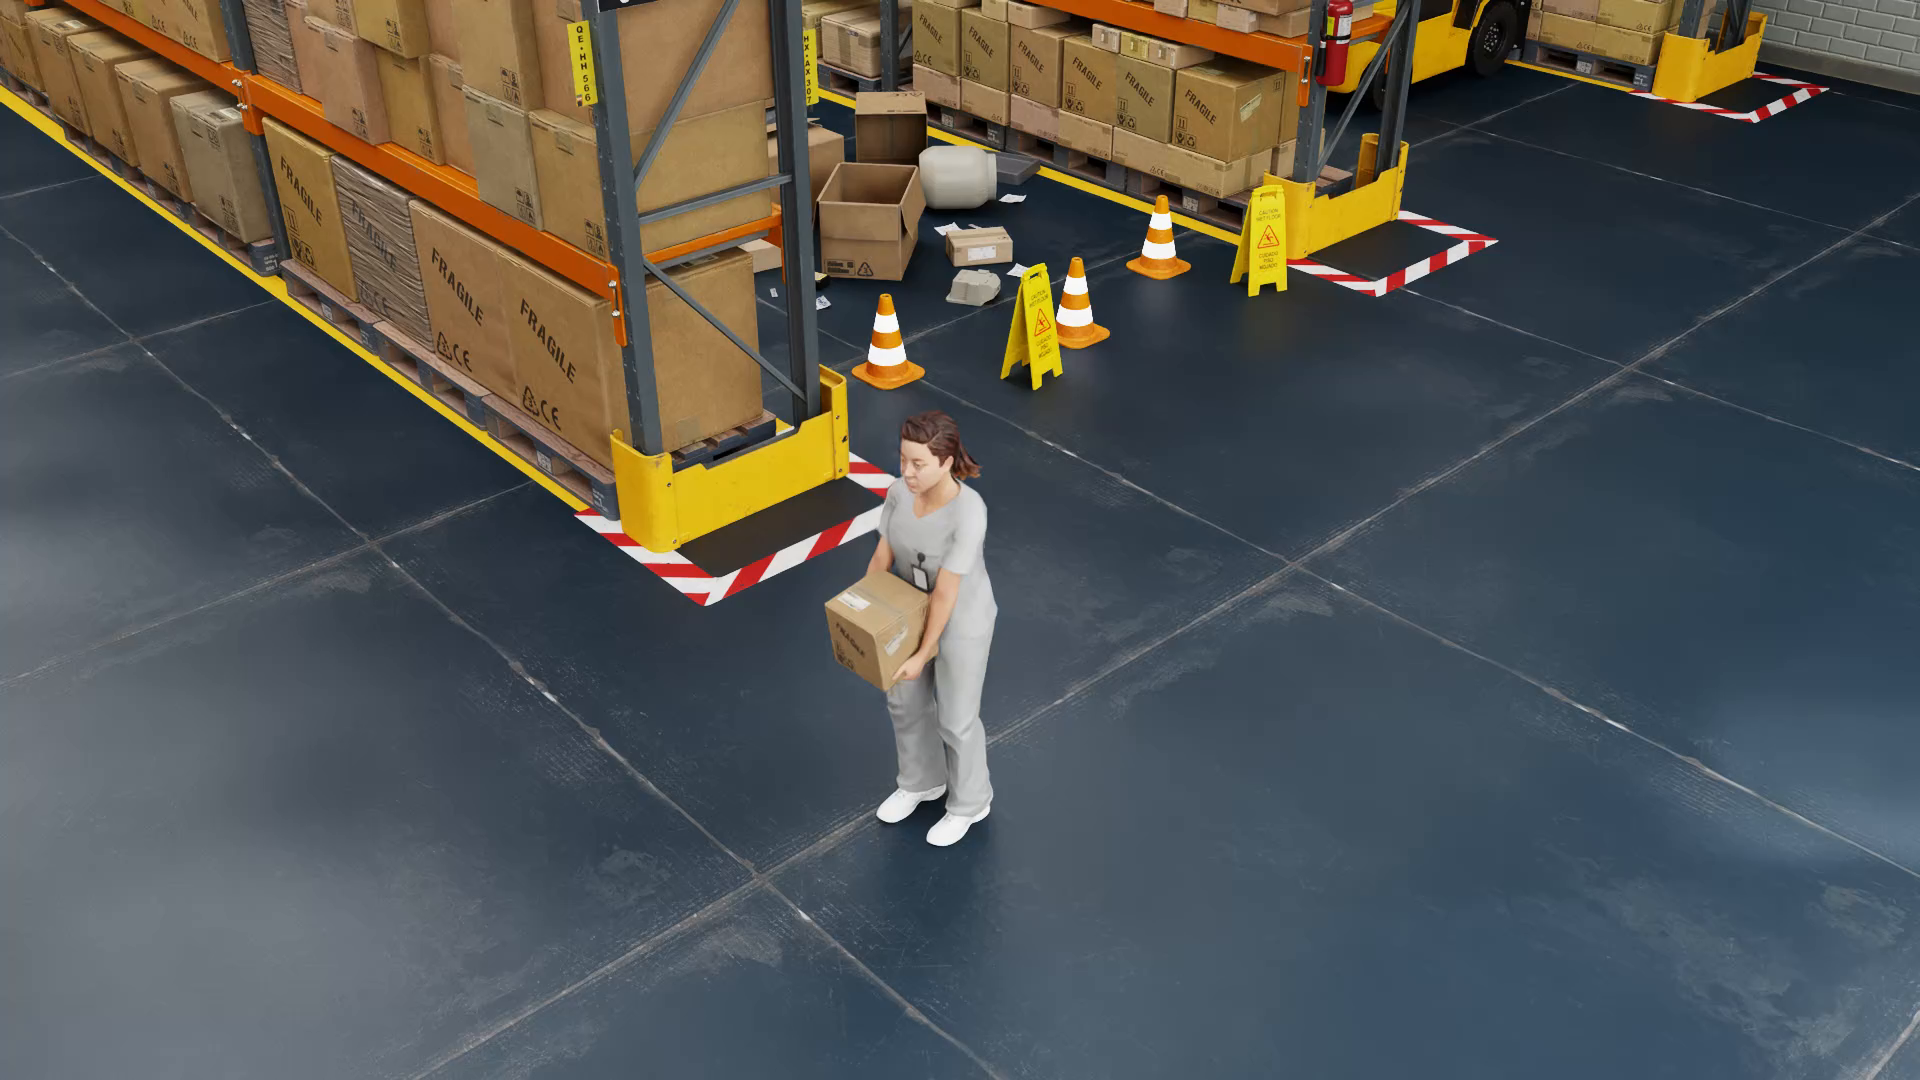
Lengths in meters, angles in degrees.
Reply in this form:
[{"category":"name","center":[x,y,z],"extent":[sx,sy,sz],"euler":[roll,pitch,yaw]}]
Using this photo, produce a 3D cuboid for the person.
[{"category":"person","center":[-0.120,0.322,5.636],"extent":[0.510,1.664,0.410],"euler":[-27,41,-36]}]
